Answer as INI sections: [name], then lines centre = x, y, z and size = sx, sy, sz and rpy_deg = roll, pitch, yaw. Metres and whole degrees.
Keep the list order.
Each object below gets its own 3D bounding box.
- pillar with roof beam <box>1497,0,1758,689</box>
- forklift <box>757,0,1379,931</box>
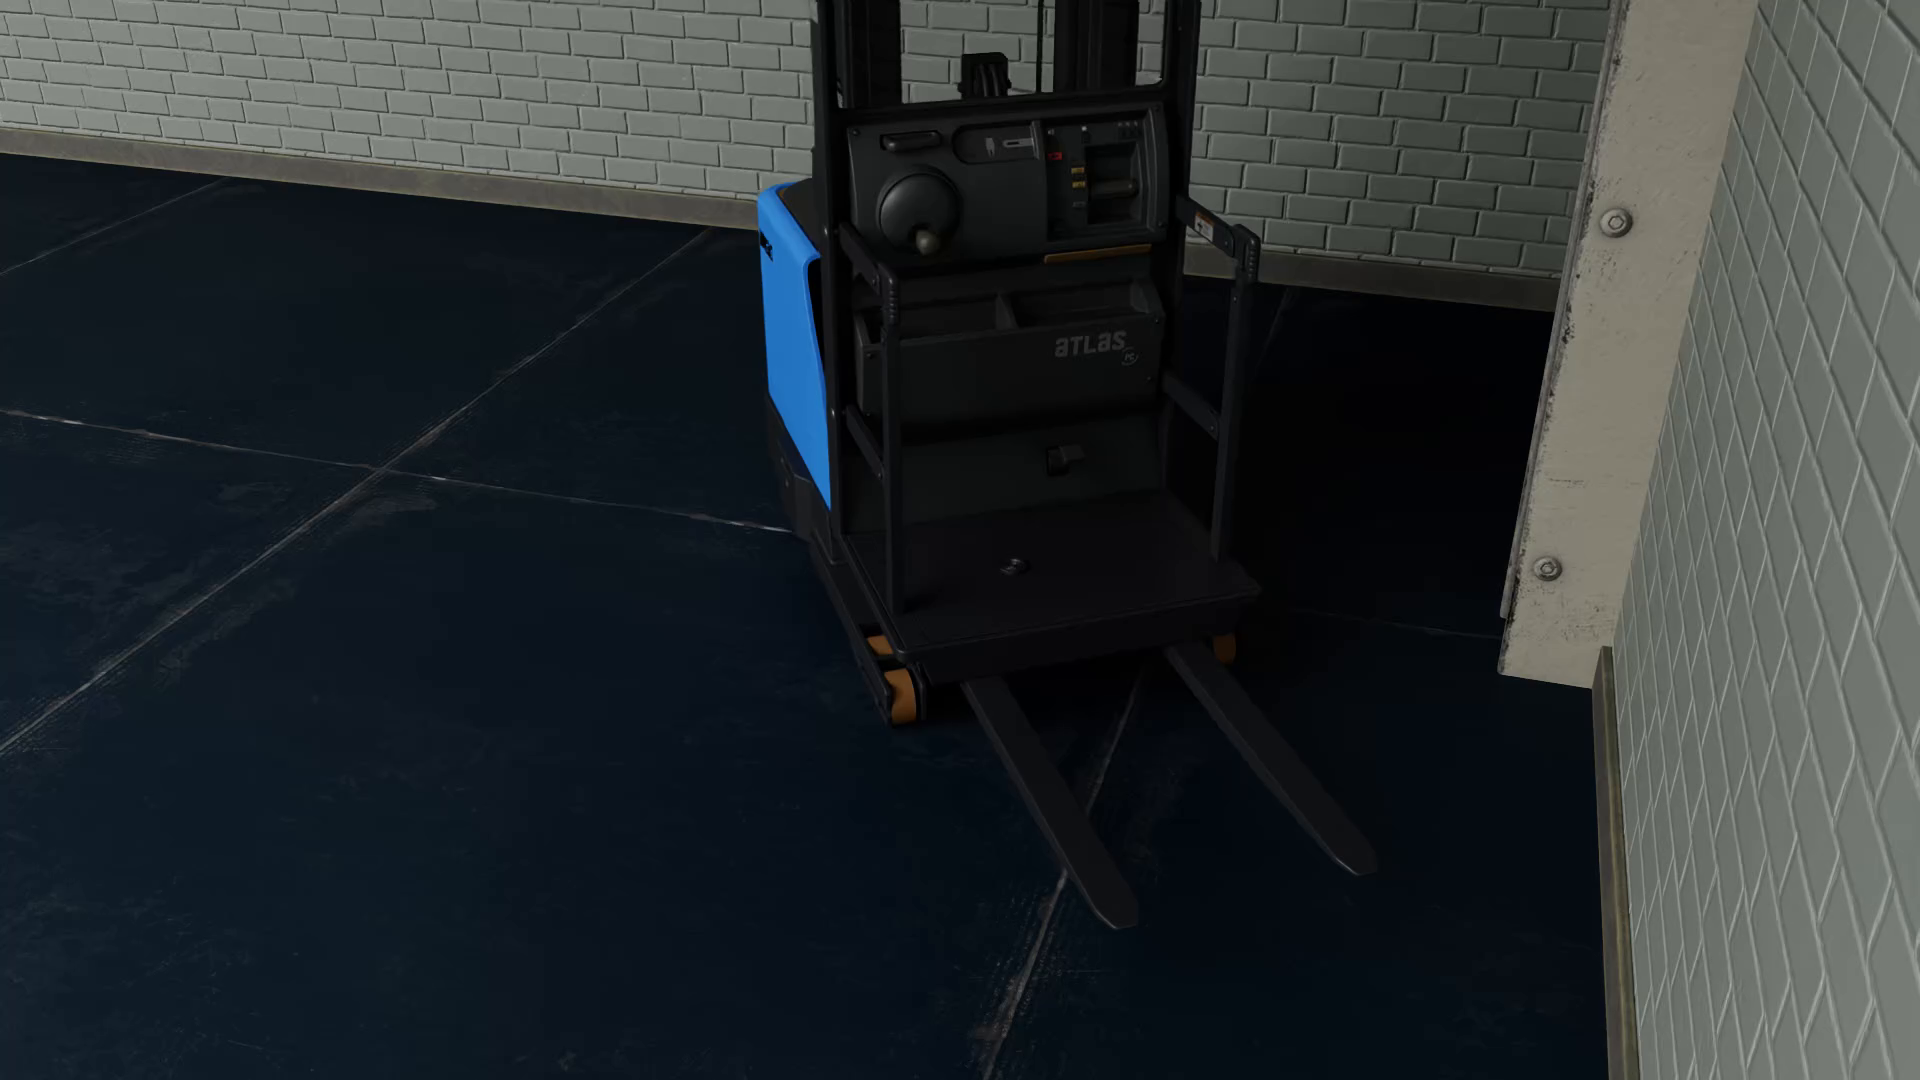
[pillar with roof beam]
centre = -2.286, -4.213, 4.067
size = 9.100, 9.000, 0.400
rpy_deg = 8, 30, 15
[forklift]
centre = 0.212, -0.964, 4.468
size = 1.130, 2.935, 3.031
rpy_deg = -9, 30, -15
